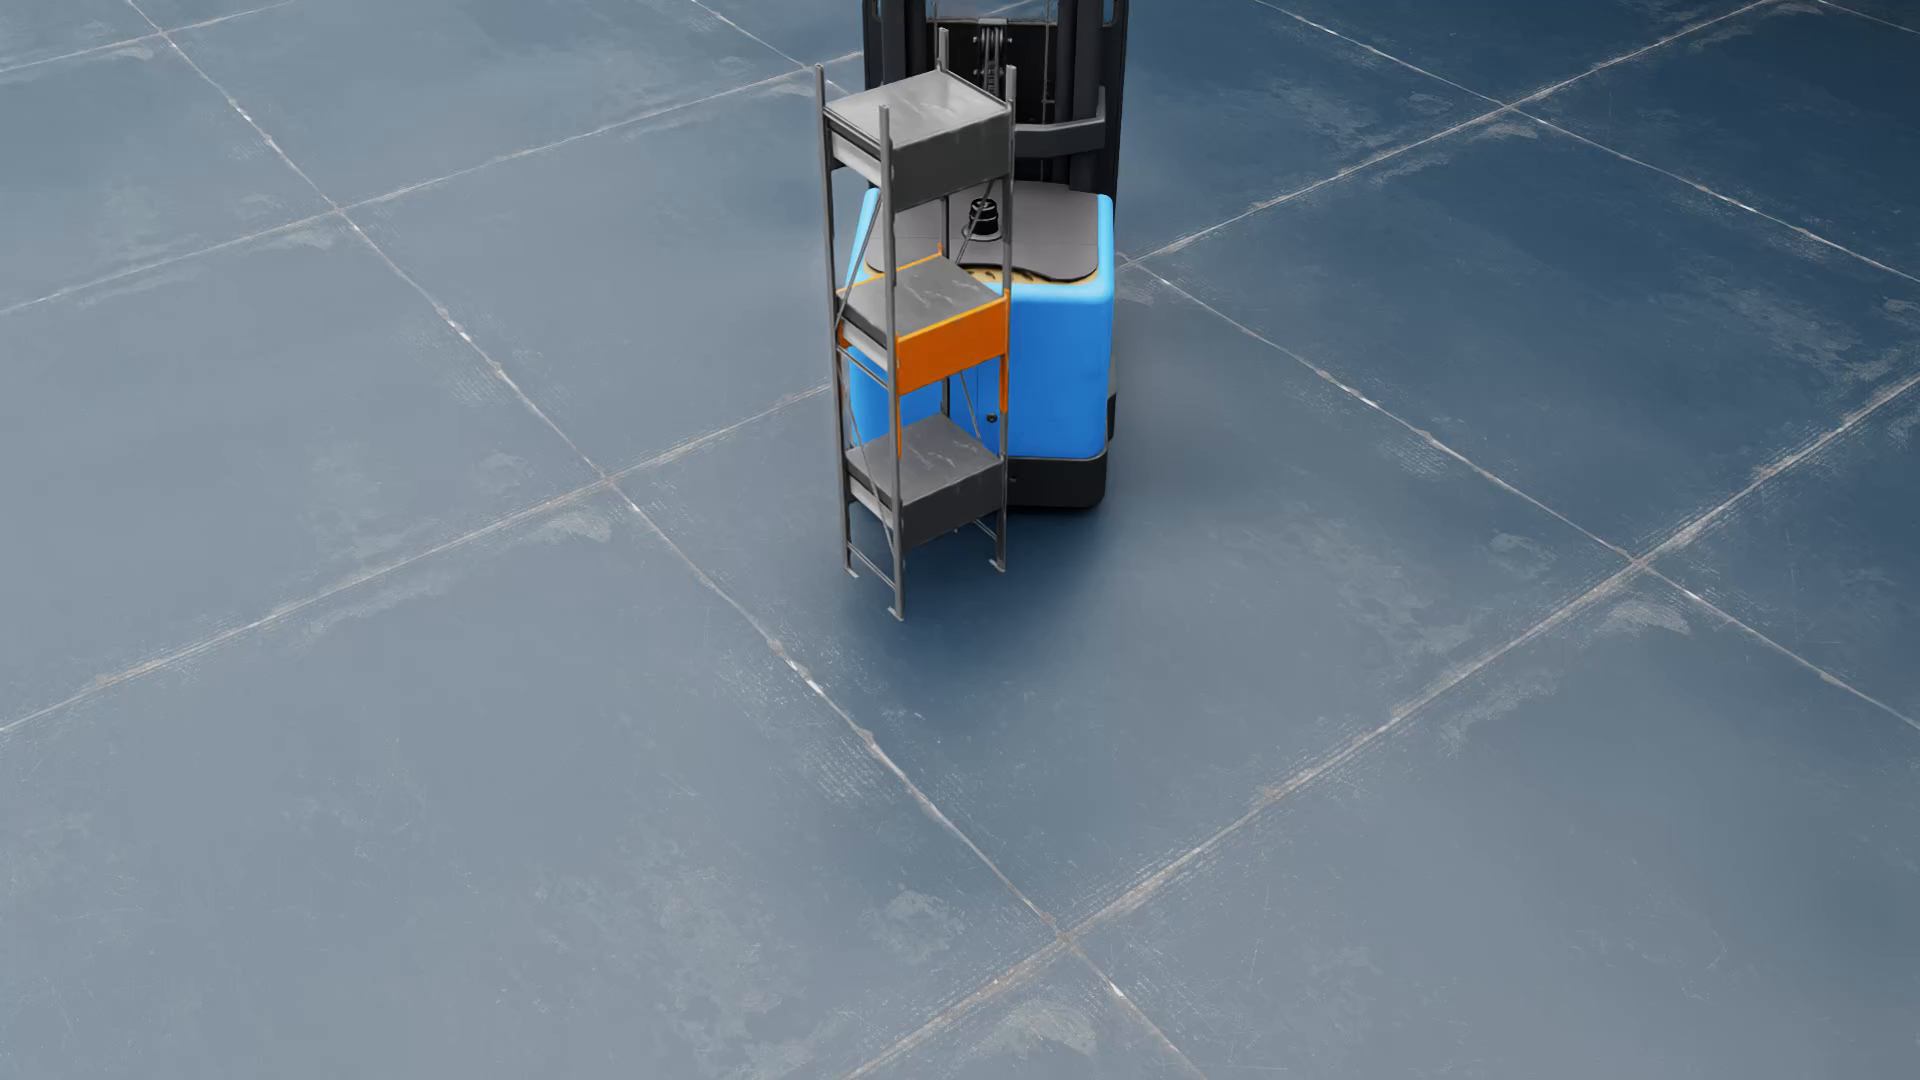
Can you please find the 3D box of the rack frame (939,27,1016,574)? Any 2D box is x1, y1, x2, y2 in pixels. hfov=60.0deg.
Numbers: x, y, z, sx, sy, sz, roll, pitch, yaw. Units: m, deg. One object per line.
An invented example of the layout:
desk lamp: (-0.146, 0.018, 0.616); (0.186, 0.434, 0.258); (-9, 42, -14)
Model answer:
rack frame: (0.054, -0.783, 6.048); (0.015, 2.100, 0.400); (-25, 46, -27)

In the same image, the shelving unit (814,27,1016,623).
shelving unit: (-0.142, -0.691, 5.937); (0.503, 2.100, 0.431); (-25, 46, -27)

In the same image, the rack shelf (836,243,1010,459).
rack shelf: (-0.142, -0.680, 5.945); (0.480, 0.518, 0.431); (-25, 46, -27)

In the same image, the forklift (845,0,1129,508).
forklift: (0.159, -2.184, 7.101); (1.130, 2.935, 3.031); (2, 39, 3)

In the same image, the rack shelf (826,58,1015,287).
rack shelf: (-0.142, -1.221, 5.501); (0.480, 0.518, 0.431); (-25, 46, -27)

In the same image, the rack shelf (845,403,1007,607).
rack shelf: (-0.142, -0.139, 6.389); (0.480, 0.518, 0.431); (-25, 46, -27)

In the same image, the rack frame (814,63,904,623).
rack frame: (-0.339, -0.599, 5.825); (0.015, 2.100, 0.400); (-25, 46, -27)
